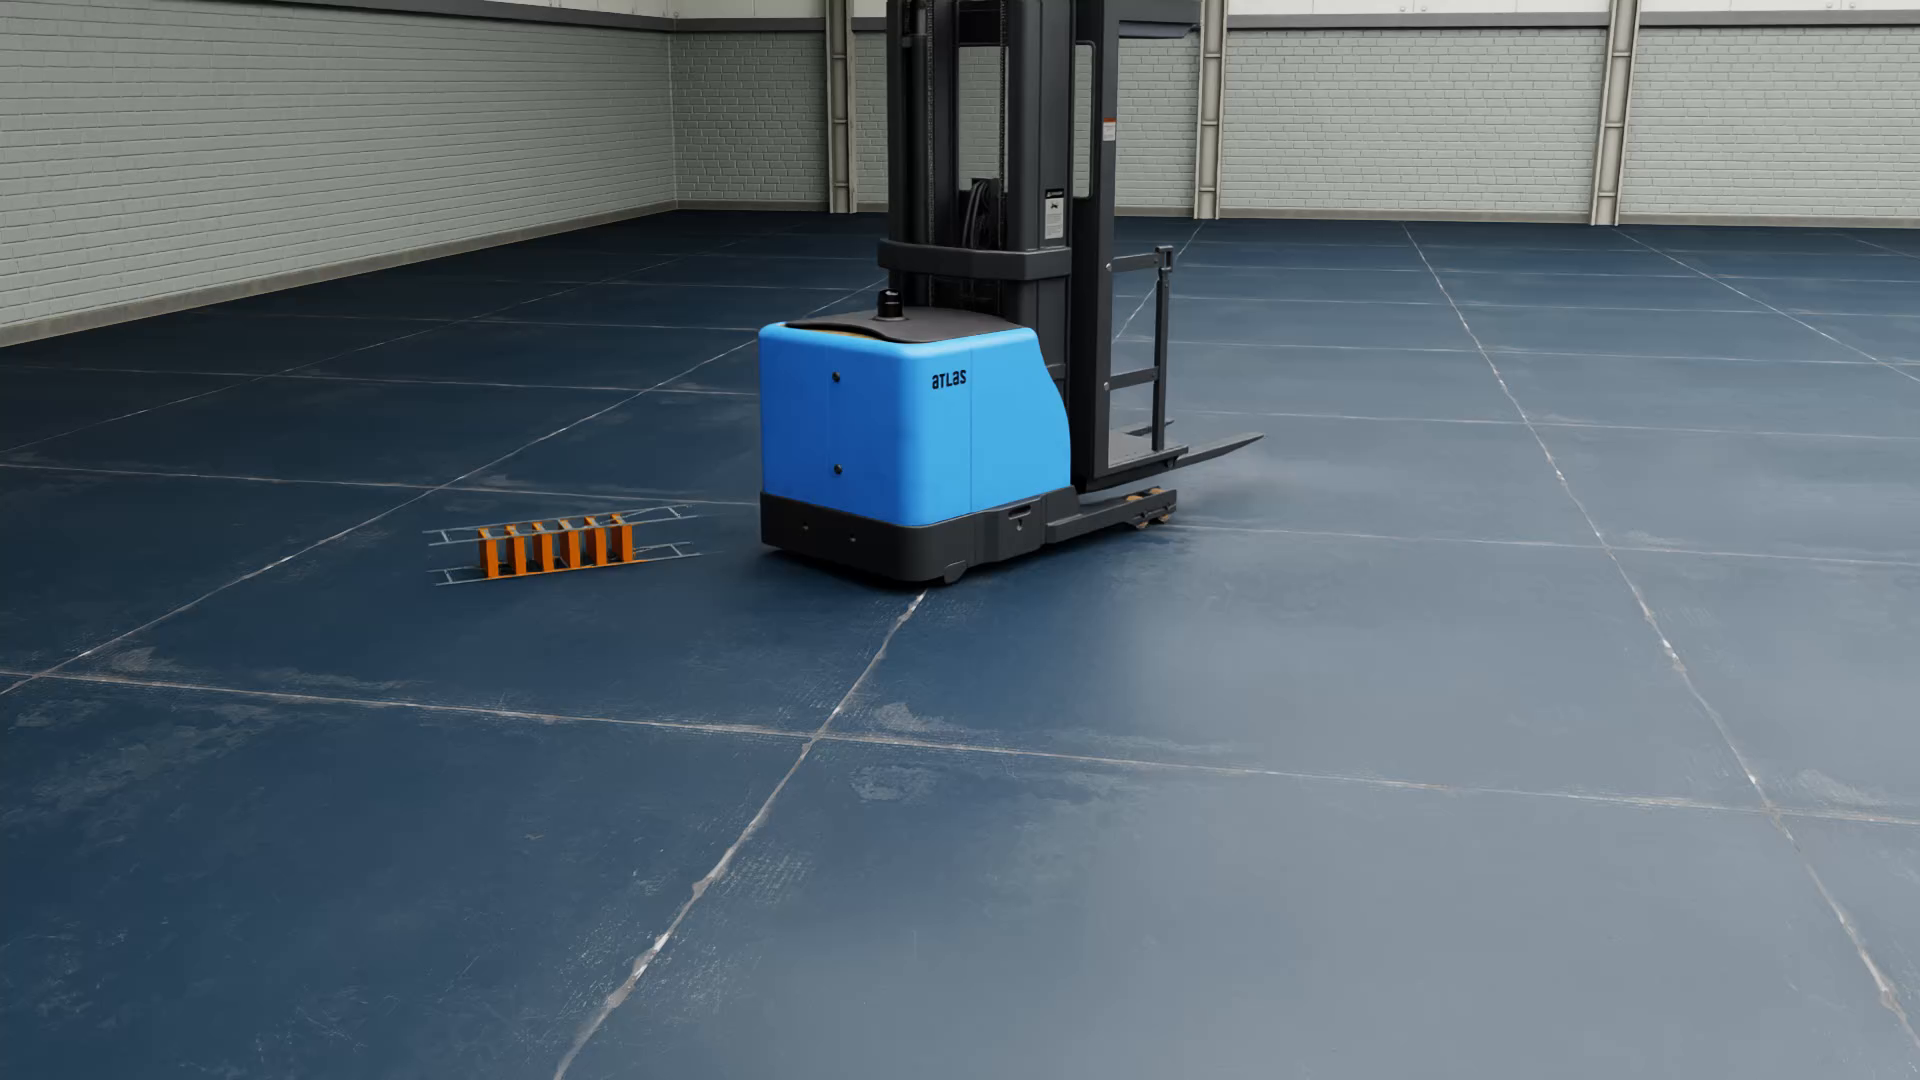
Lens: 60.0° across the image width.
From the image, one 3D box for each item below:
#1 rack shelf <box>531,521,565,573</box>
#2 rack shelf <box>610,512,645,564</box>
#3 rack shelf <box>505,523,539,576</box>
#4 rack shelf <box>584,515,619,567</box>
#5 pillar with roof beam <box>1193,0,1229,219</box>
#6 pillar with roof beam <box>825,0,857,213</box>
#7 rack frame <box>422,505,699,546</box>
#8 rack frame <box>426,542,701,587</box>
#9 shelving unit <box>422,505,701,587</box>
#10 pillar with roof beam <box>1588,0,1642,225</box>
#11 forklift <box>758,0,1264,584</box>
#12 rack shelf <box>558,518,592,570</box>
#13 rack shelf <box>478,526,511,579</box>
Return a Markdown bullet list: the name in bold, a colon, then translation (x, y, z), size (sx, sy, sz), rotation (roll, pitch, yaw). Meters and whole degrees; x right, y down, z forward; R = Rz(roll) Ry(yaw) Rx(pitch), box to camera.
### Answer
- **rack shelf**: translation (-1.869, 0.026, 7.535), size (0.103, 0.180, 0.258), rotation (-7, 17, -23)
- **rack shelf**: translation (-1.541, -0.013, 7.677), size (0.103, 0.180, 0.258), rotation (-7, 17, -23)
- **rack shelf**: translation (-1.979, 0.039, 7.488), size (0.103, 0.180, 0.258), rotation (-7, 17, -23)
- **rack shelf**: translation (-1.650, 0.000, 7.630), size (0.103, 0.180, 0.258), rotation (-7, 17, -23)
- **pillar with roof beam**: translation (3.081, -8.351, 21.283), size (0.400, 9.000, 9.100), rotation (3, 16, 11)
- **pillar with roof beam**: translation (-2.799, -8.670, 22.435), size (0.400, 9.000, 9.100), rotation (3, 16, 11)
- **rack frame**: translation (-1.801, -0.070, 7.541), size (1.200, 0.006, 0.240), rotation (-7, 17, -23)
- **rack frame**: translation (-1.801, 0.106, 7.589), size (1.200, 0.006, 0.240), rotation (-7, 17, -23)
- **shelving unit**: translation (-1.801, 0.018, 7.565), size (1.200, 0.189, 0.258), rotation (-7, 17, -23)
- **pillar with roof beam**: translation (8.960, -8.032, 20.131), size (0.400, 9.000, 9.100), rotation (3, 16, 11)
- **forklift**: translation (0.438, -1.547, 8.087), size (1.130, 2.935, 3.031), rotation (14, 20, 40)
- **rack shelf**: translation (-1.760, 0.013, 7.583), size (0.103, 0.180, 0.258), rotation (-7, 17, -23)
- **rack shelf**: translation (-2.089, 0.052, 7.441), size (0.103, 0.180, 0.258), rotation (-7, 17, -23)
